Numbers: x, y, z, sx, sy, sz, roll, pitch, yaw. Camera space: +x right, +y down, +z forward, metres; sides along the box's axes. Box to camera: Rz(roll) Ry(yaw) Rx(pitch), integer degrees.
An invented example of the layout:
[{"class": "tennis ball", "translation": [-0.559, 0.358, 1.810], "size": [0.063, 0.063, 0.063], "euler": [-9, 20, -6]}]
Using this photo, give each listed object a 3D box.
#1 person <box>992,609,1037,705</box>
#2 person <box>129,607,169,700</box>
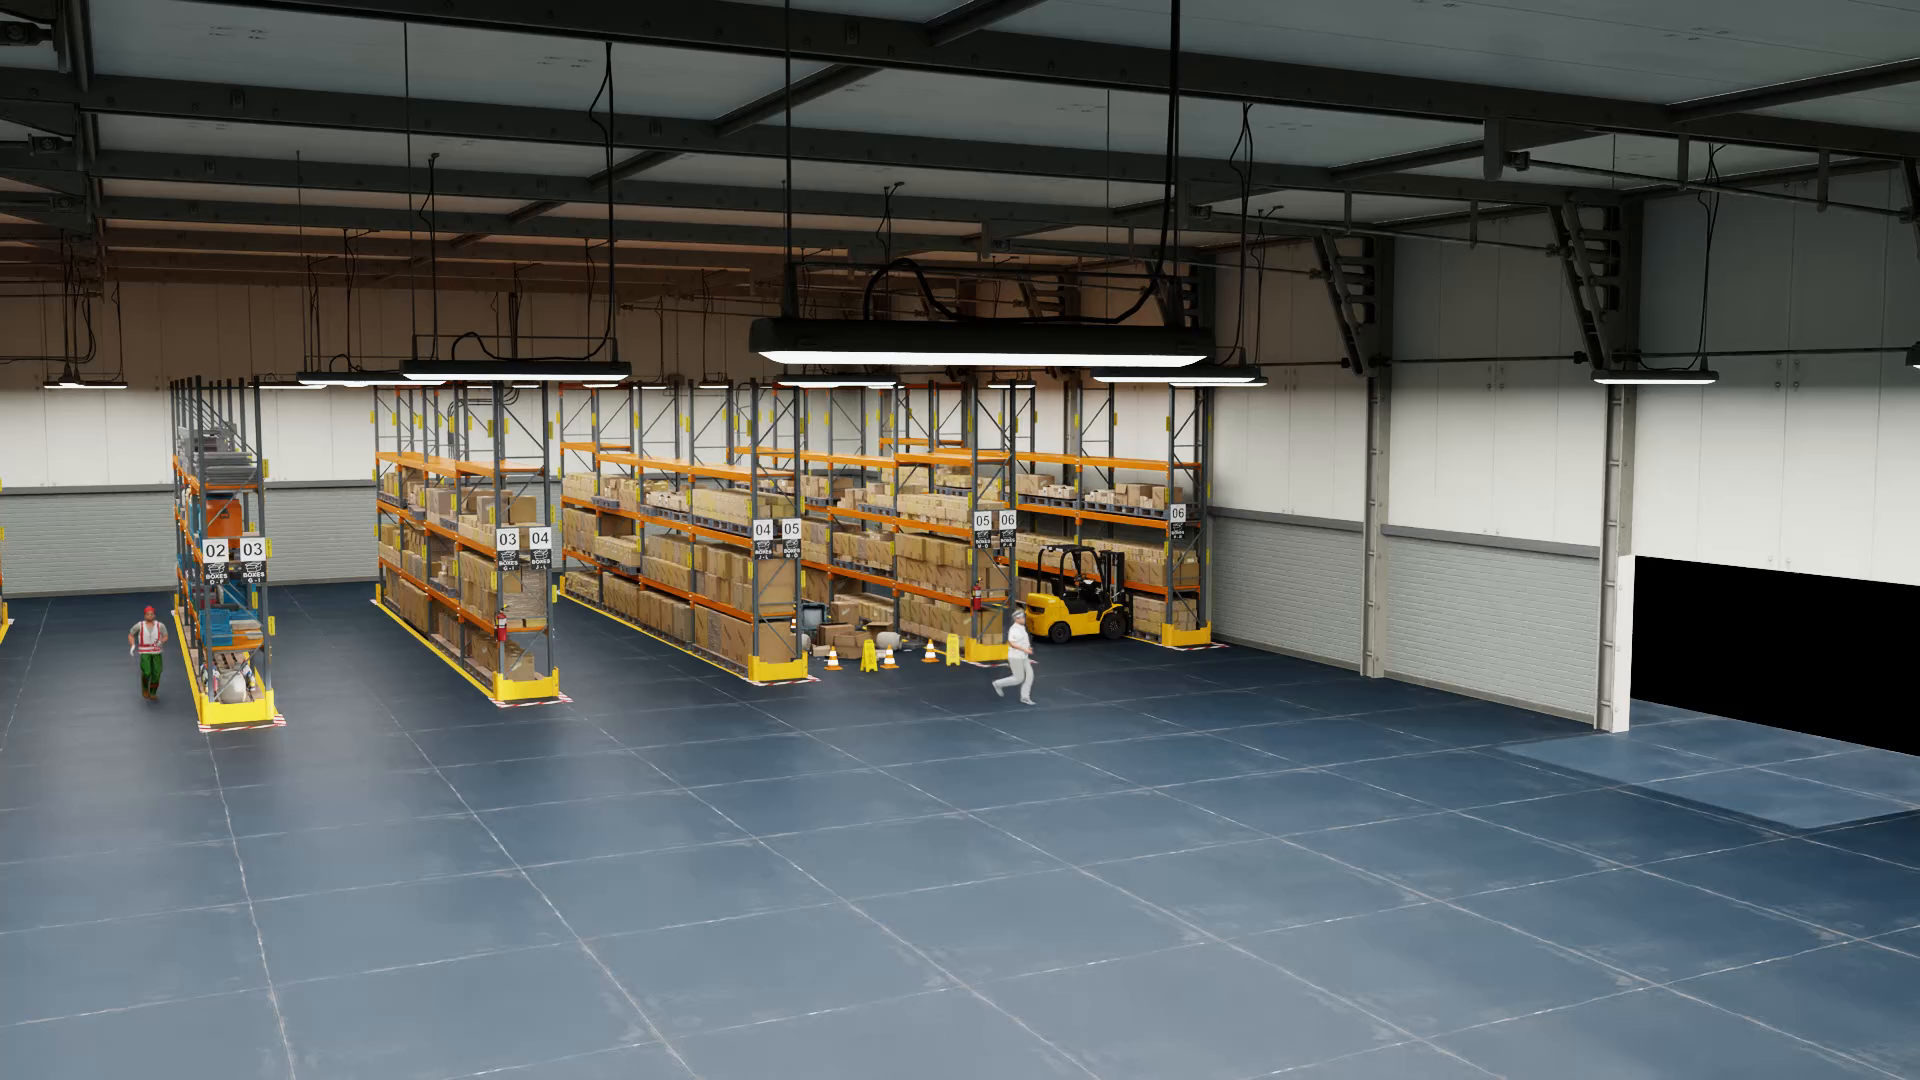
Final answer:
[{"class": "person", "translation": [1.018, 2.156, 30.577], "size": [0.815, 1.788, 0.672], "euler": [1, 5, 14]}, {"class": "person", "translation": [-14.952, 2.105, 30.724], "size": [0.648, 1.743, 0.616], "euler": [-4, 6, -35]}]
